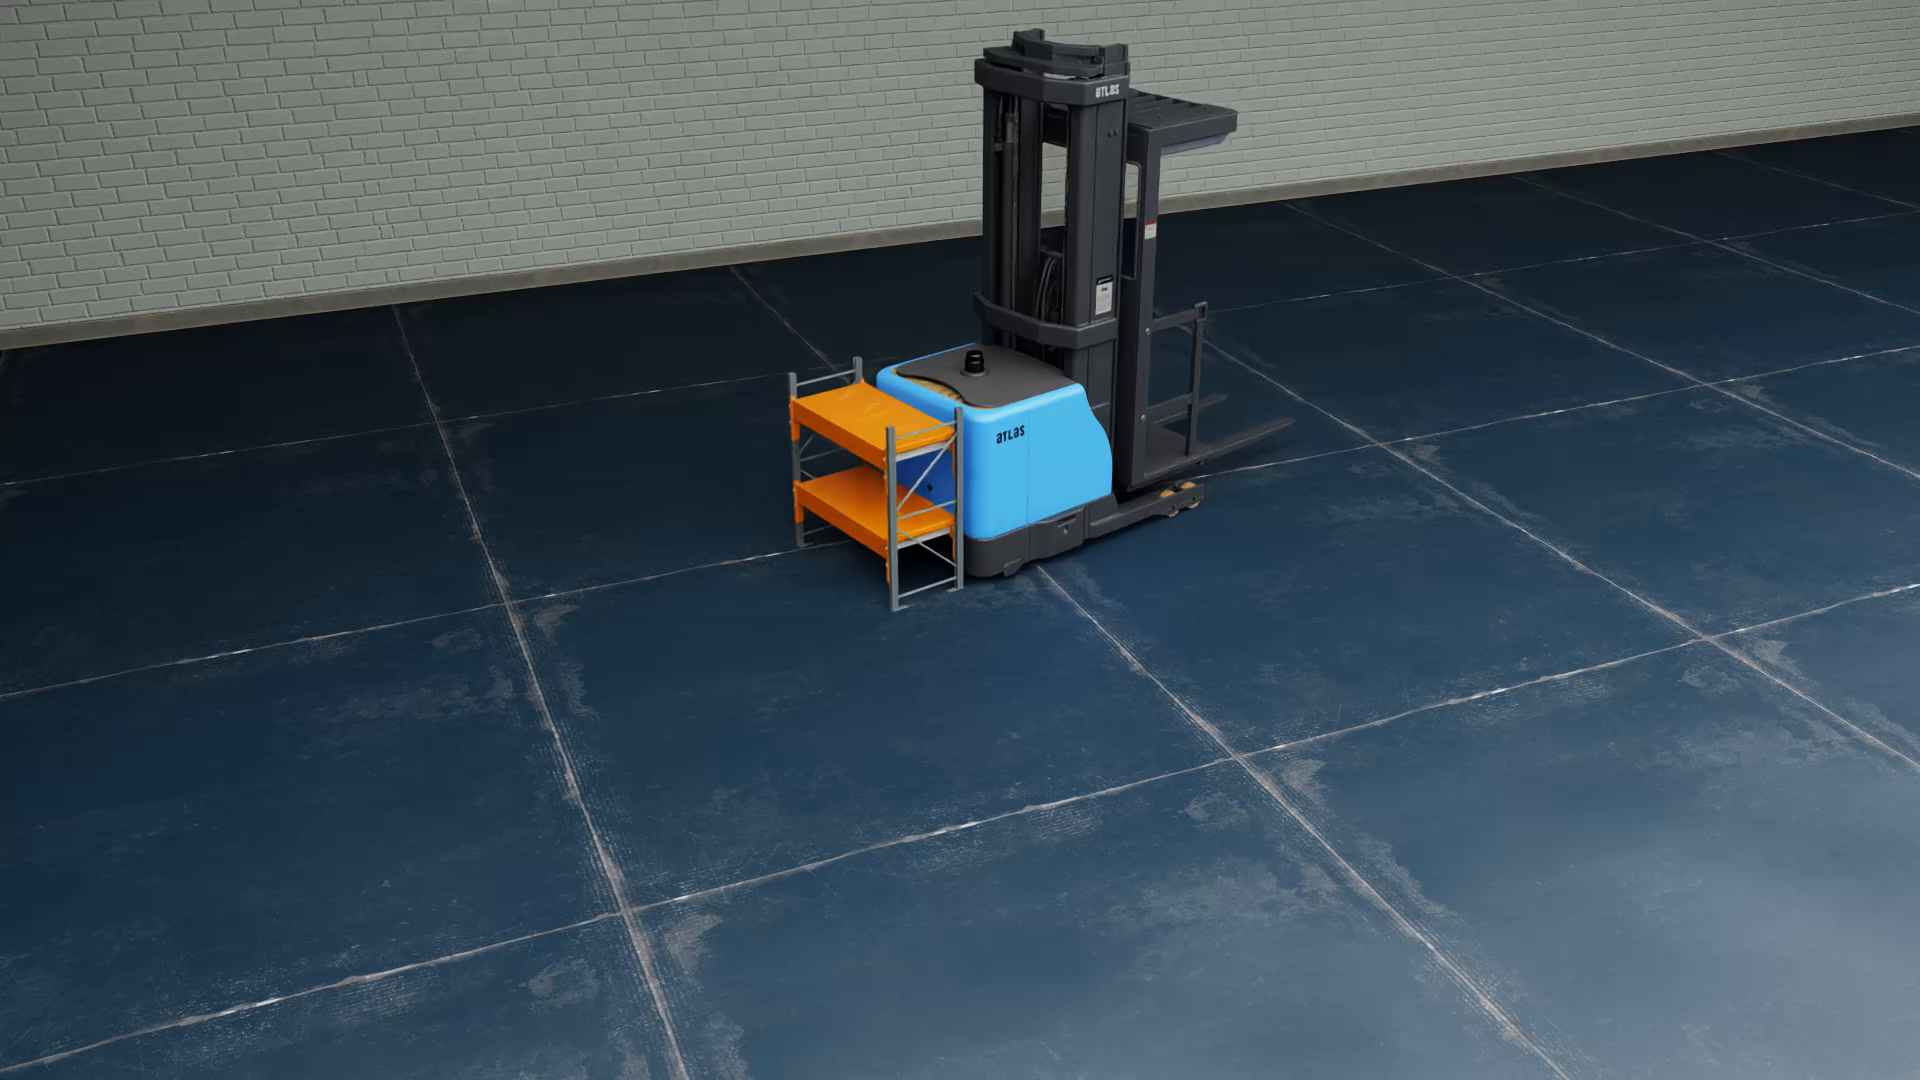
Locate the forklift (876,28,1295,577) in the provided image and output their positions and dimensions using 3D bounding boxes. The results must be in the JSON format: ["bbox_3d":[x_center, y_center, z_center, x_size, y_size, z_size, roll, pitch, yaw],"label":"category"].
[{"bbox_3d":[0.936,-1.622,10.231,3.031,2.935,1.130,-20,33,-36],"label":"forklift"}]

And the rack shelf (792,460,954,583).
[{"bbox_3d":[-0.493,-0.124,9.779,0.538,0.278,1.000,-18,31,-32],"label":"rack shelf"}]

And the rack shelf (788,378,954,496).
[{"bbox_3d":[-0.493,-0.607,9.543,0.538,0.278,1.000,-18,31,-32],"label":"rack shelf"}]

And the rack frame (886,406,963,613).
[{"bbox_3d":[-0.191,-0.164,9.305,0.500,1.125,0.032,-18,31,-32],"label":"rack frame"}]

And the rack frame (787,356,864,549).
[{"bbox_3d":[-0.796,-0.523,10.038,0.500,1.125,0.032,-18,31,-32],"label":"rack frame"}]

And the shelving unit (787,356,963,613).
[{"bbox_3d":[-0.493,-0.344,9.672,0.538,1.125,1.048,-18,31,-32],"label":"shelving unit"}]
